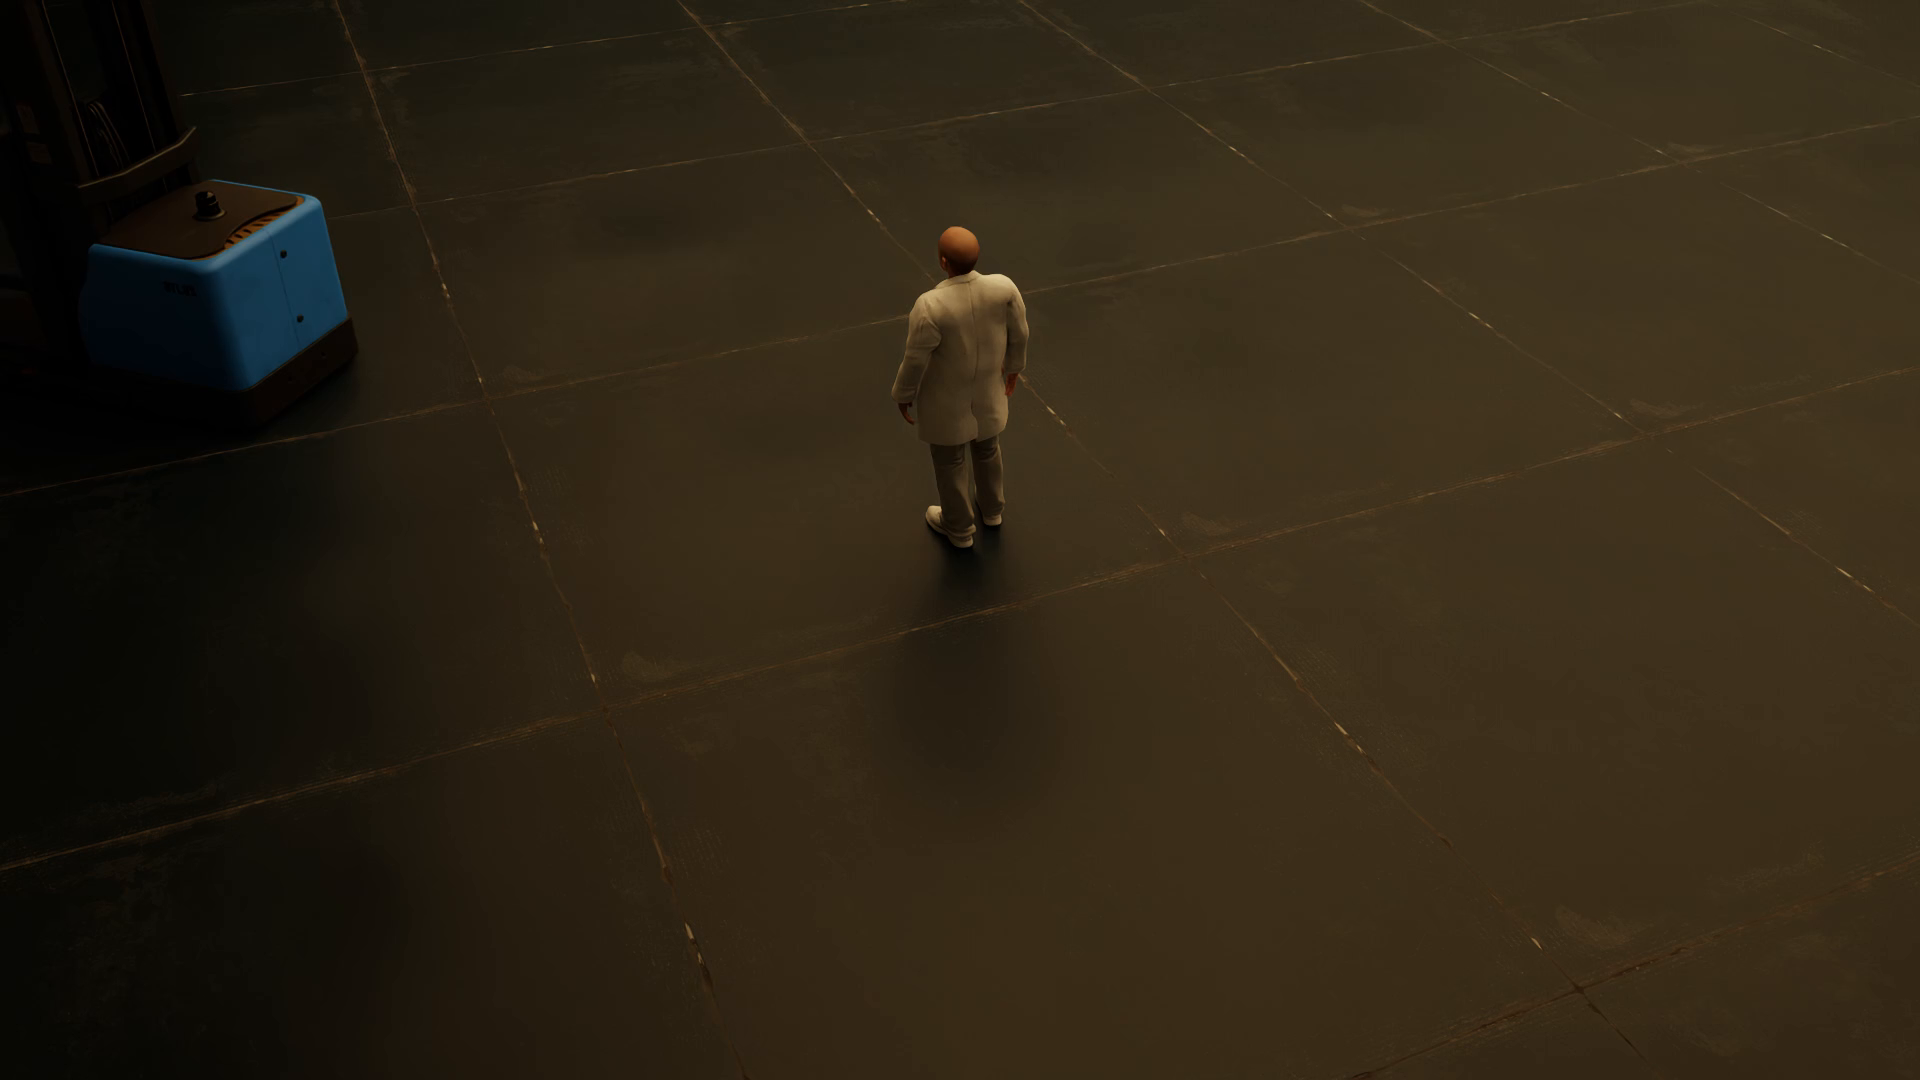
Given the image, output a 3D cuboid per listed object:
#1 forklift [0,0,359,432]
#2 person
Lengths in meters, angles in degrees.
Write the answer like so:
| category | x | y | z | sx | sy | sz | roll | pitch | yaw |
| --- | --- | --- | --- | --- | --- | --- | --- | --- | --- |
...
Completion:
| category | x | y | z | sx | sy | sz | roll | pitch | yaw |
| --- | --- | --- | --- | --- | --- | --- | --- | --- | --- |
| forklift | -5.230 | -2.323 | 9.365 | 3.031 | 2.935 | 1.130 | 12 | 37 | 16 |
| person | -0.032 | -0.780 | 8.178 | 0.696 | 1.778 | 0.578 | -14 | 38 | -19 |
